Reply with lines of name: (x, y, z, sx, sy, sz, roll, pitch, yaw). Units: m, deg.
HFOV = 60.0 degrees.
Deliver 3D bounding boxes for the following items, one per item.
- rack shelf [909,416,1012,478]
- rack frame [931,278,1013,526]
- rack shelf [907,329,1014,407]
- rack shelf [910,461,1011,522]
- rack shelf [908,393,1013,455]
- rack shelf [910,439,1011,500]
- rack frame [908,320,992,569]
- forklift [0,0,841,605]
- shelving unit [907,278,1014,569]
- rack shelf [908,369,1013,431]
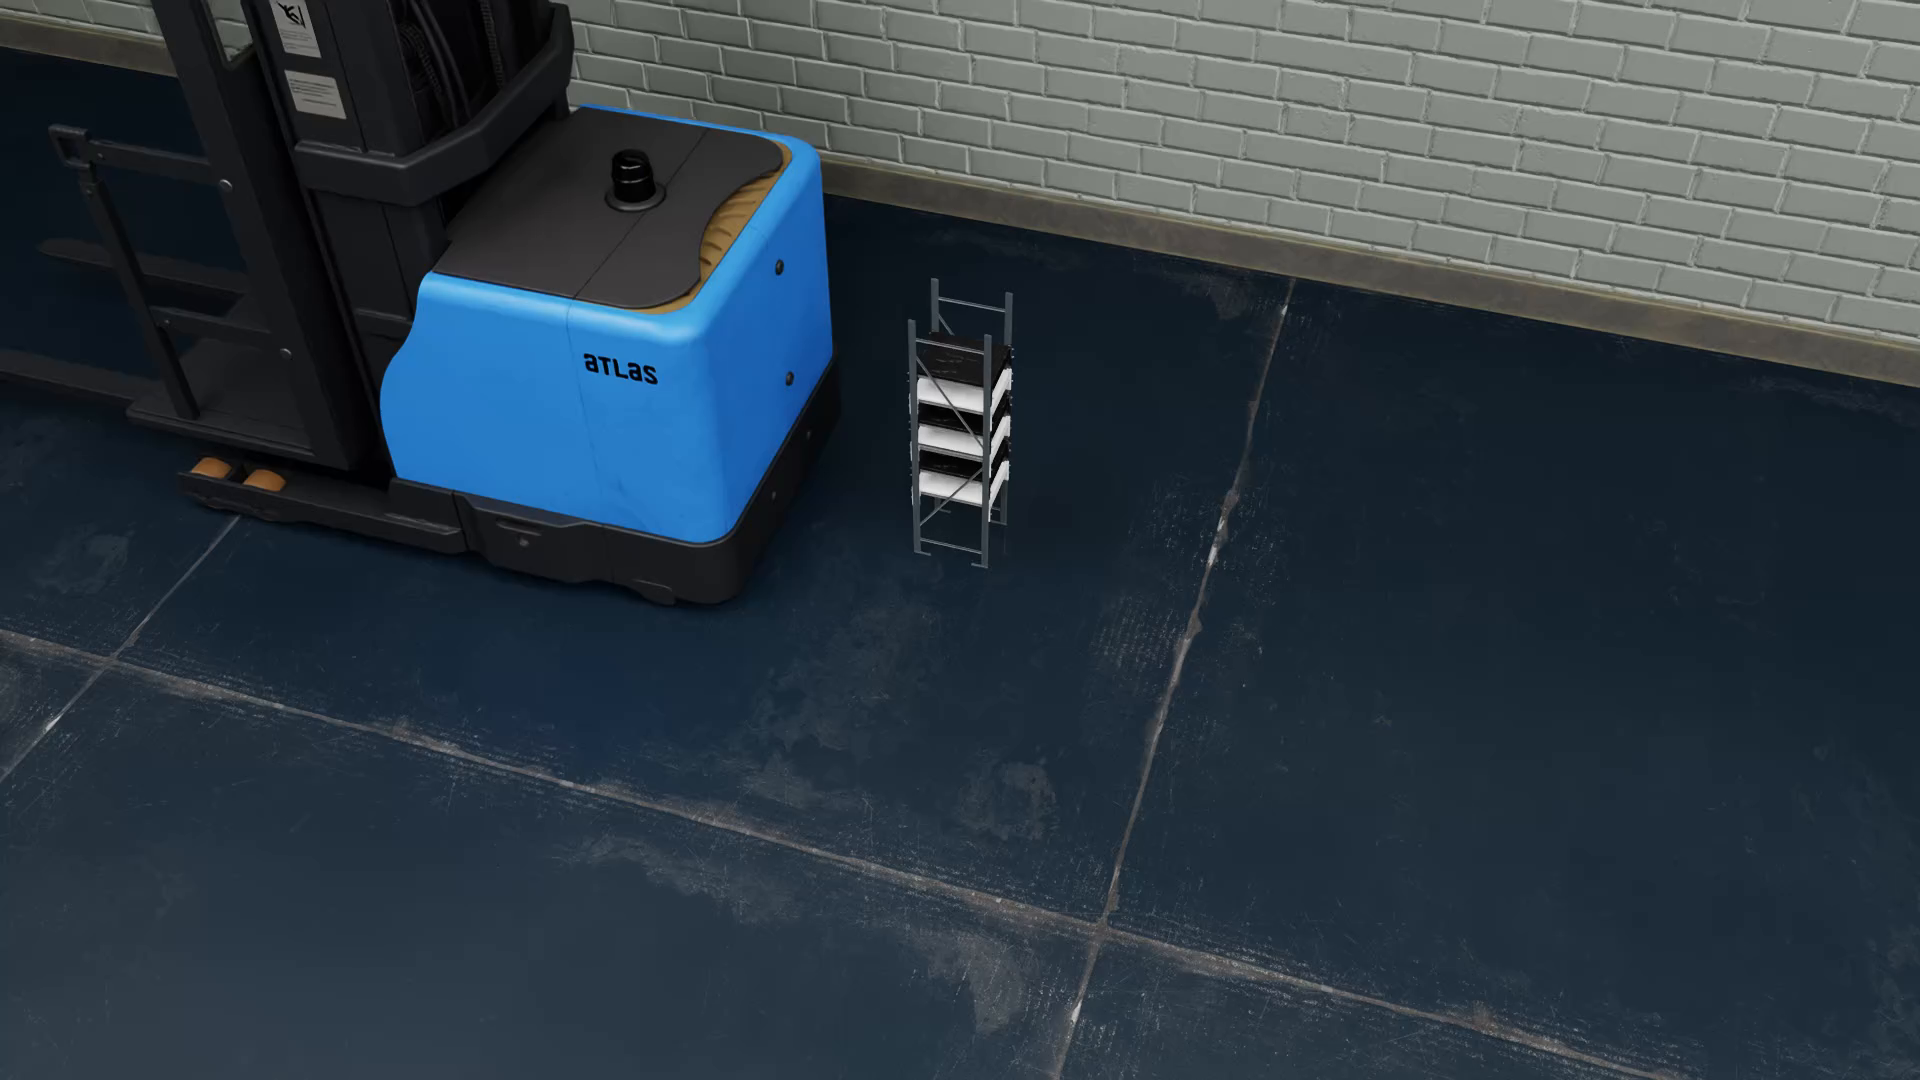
rack shelf: (0.002, -0.303, 4.964, 0.258, 0.077, 0.200, 13, 46, 12)
rack frame: (0.033, -0.395, 5.010, 0.240, 0.900, 0.006, 13, 46, 12)
rack shelf: (0.002, -0.496, 4.775, 0.258, 0.077, 0.200, 13, 46, 12)
rack shelf: (0.002, -0.175, 5.090, 0.258, 0.077, 0.200, 13, 46, 12)
rack shelf: (0.002, -0.368, 4.901, 0.258, 0.077, 0.200, 13, 46, 12)
rack shelf: (0.002, -0.239, 5.027, 0.258, 0.077, 0.200, 13, 46, 12)
rack frame: (-0.028, -0.259, 4.872, 0.240, 0.900, 0.006, 13, 46, 12)
forklift: (-1.975, -1.448, 4.634, 3.031, 2.935, 1.130, 12, 46, 12)
shelving unit: (0.002, -0.327, 4.941, 0.258, 0.900, 0.210, 13, 46, 12)
rack shelf: (0.002, -0.432, 4.838, 0.258, 0.077, 0.200, 13, 46, 12)
